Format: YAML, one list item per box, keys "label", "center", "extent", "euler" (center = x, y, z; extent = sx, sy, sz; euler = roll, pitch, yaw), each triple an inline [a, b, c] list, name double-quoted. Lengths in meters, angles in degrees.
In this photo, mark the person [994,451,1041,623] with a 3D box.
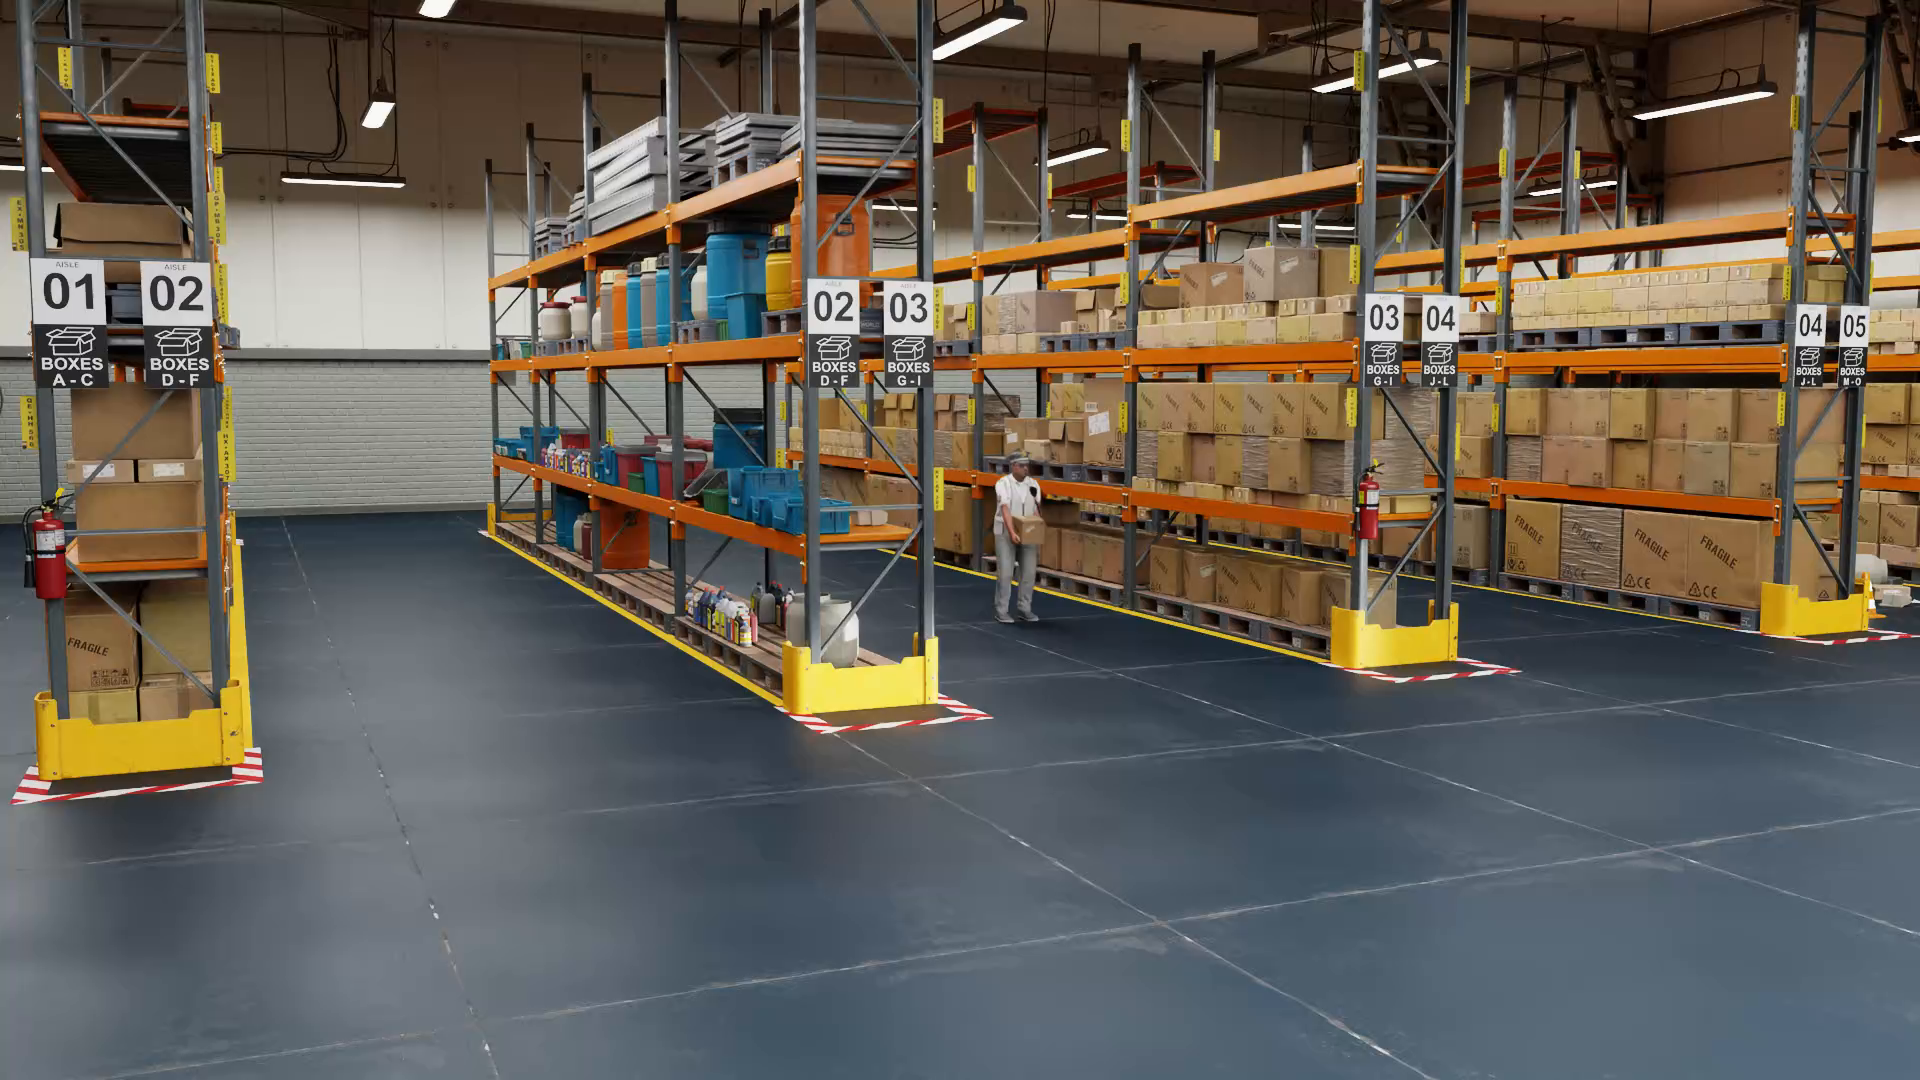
- label: "person"
  center: [0.618, -0.035, 17.073]
  extent: [0.490, 1.764, 0.576]
  euler: [-2, 6, -25]
